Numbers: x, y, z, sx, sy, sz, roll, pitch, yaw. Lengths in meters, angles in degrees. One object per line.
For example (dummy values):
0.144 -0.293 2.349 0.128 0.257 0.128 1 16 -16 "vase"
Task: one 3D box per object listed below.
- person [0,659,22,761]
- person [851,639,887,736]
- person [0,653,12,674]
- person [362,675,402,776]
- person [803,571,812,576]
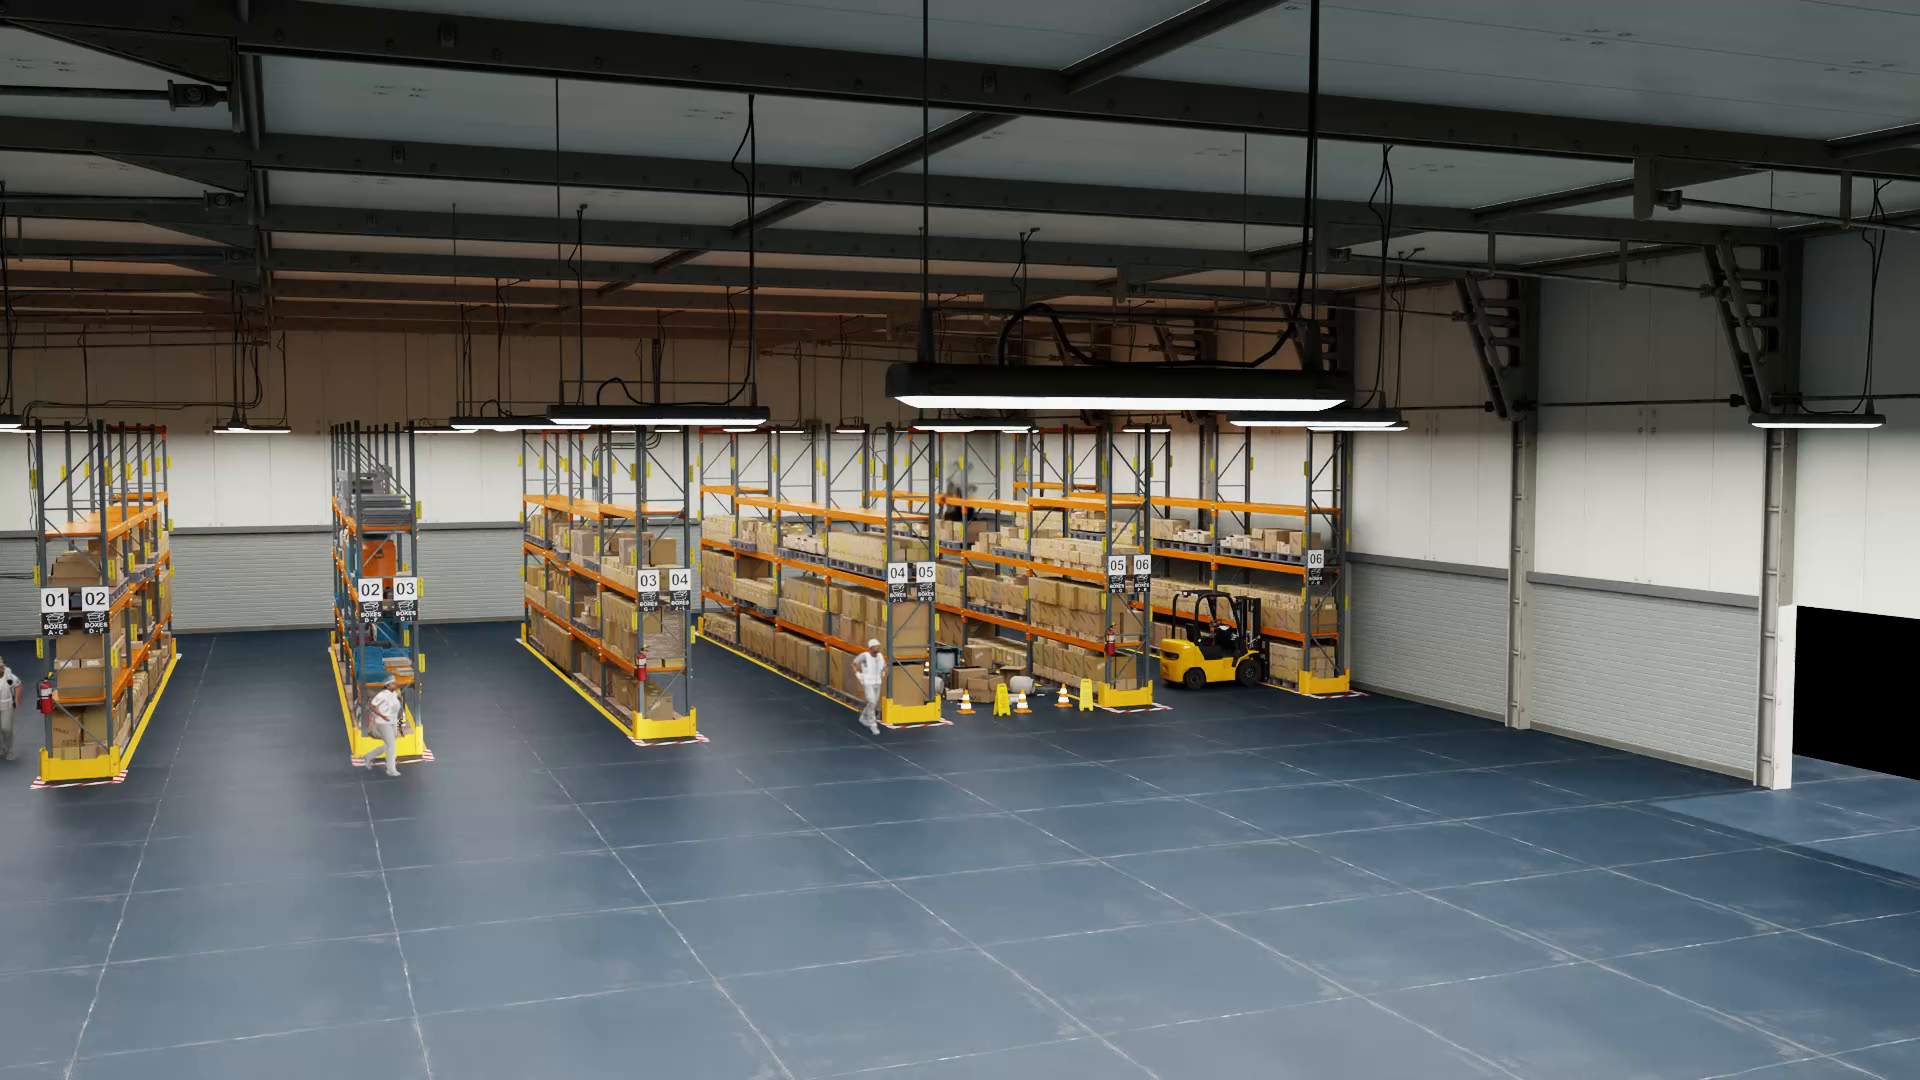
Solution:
-16.991 3.017 29.435 0.641 1.848 0.781 -1 4 -22 "person"
-1.678 2.815 32.252 0.690 1.797 0.957 -3 5 -42 "person"
-17.905 2.935 30.937 0.580 1.739 0.821 -2 4 -29 "person"
-9.773 3.144 28.319 0.776 1.690 0.617 1 4 16 "person"
-4.620 1.765 50.690 0.548 1.616 0.613 -1 4 -20 "person"
